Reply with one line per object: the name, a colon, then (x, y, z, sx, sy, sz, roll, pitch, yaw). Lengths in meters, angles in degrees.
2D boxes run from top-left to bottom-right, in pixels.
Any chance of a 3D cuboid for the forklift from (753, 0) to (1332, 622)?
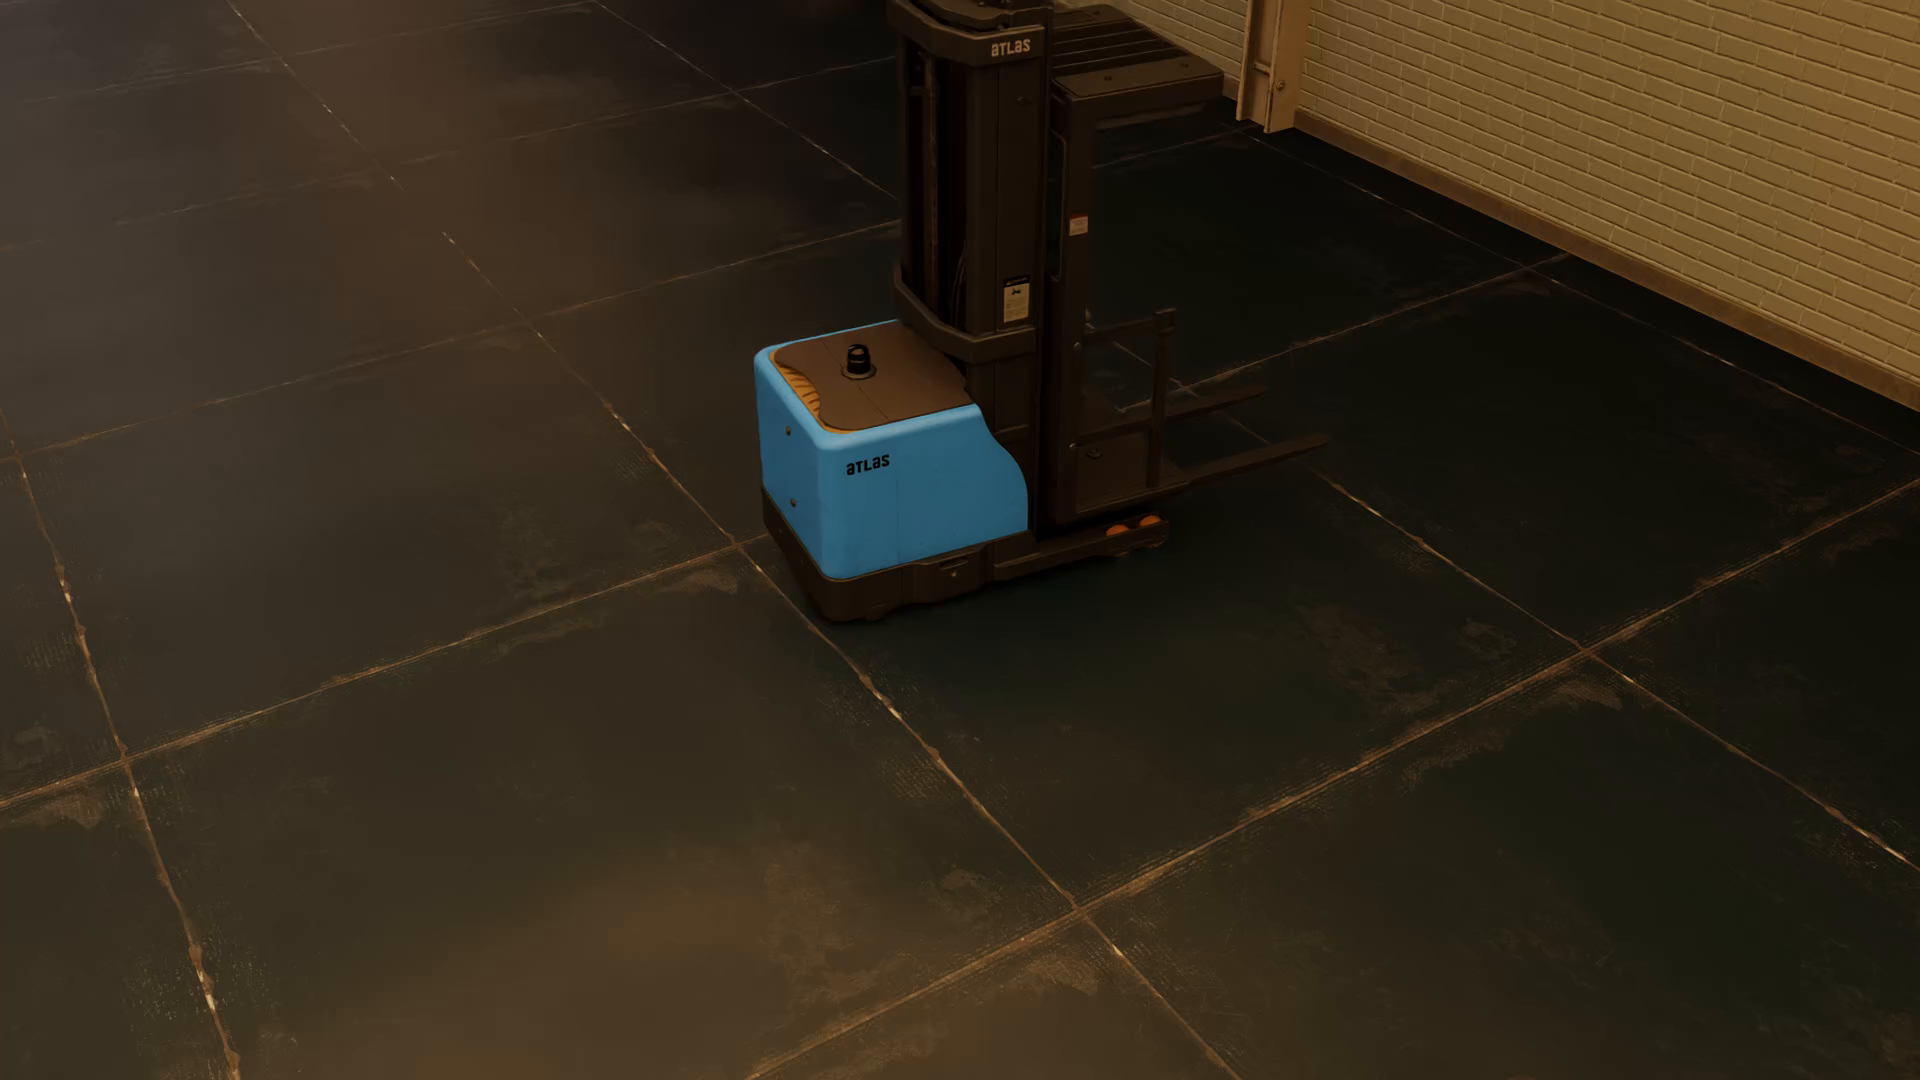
forklift: (0.527, -1.370, 8.098, 3.031, 2.935, 1.130, -15, 38, -20)
